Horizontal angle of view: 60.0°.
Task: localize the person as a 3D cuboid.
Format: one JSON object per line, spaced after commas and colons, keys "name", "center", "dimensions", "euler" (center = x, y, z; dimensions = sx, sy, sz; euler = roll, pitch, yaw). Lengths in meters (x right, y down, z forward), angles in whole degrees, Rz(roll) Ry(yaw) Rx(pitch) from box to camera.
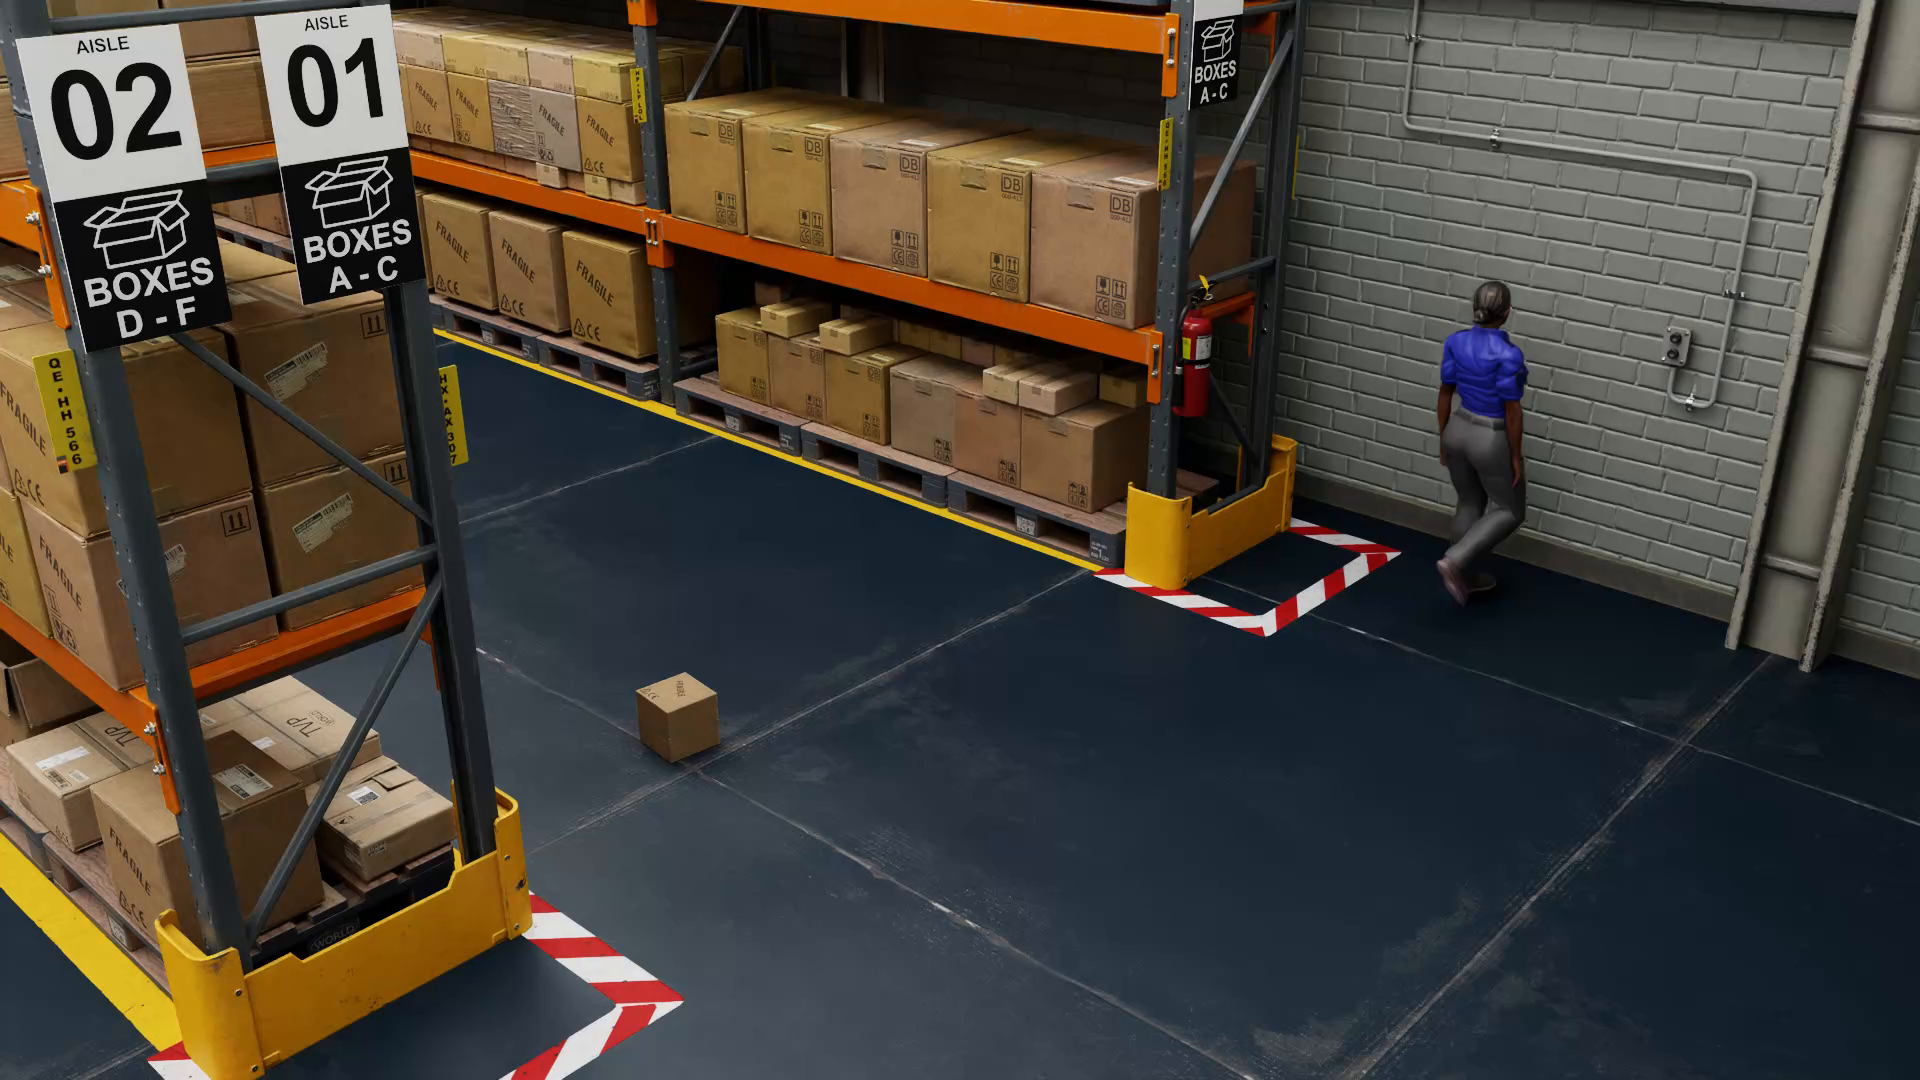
{"name": "person", "center": [2.525, -0.460, 8.099], "dimensions": [0.561, 1.644, 0.480], "euler": [-16, 29, -32]}
